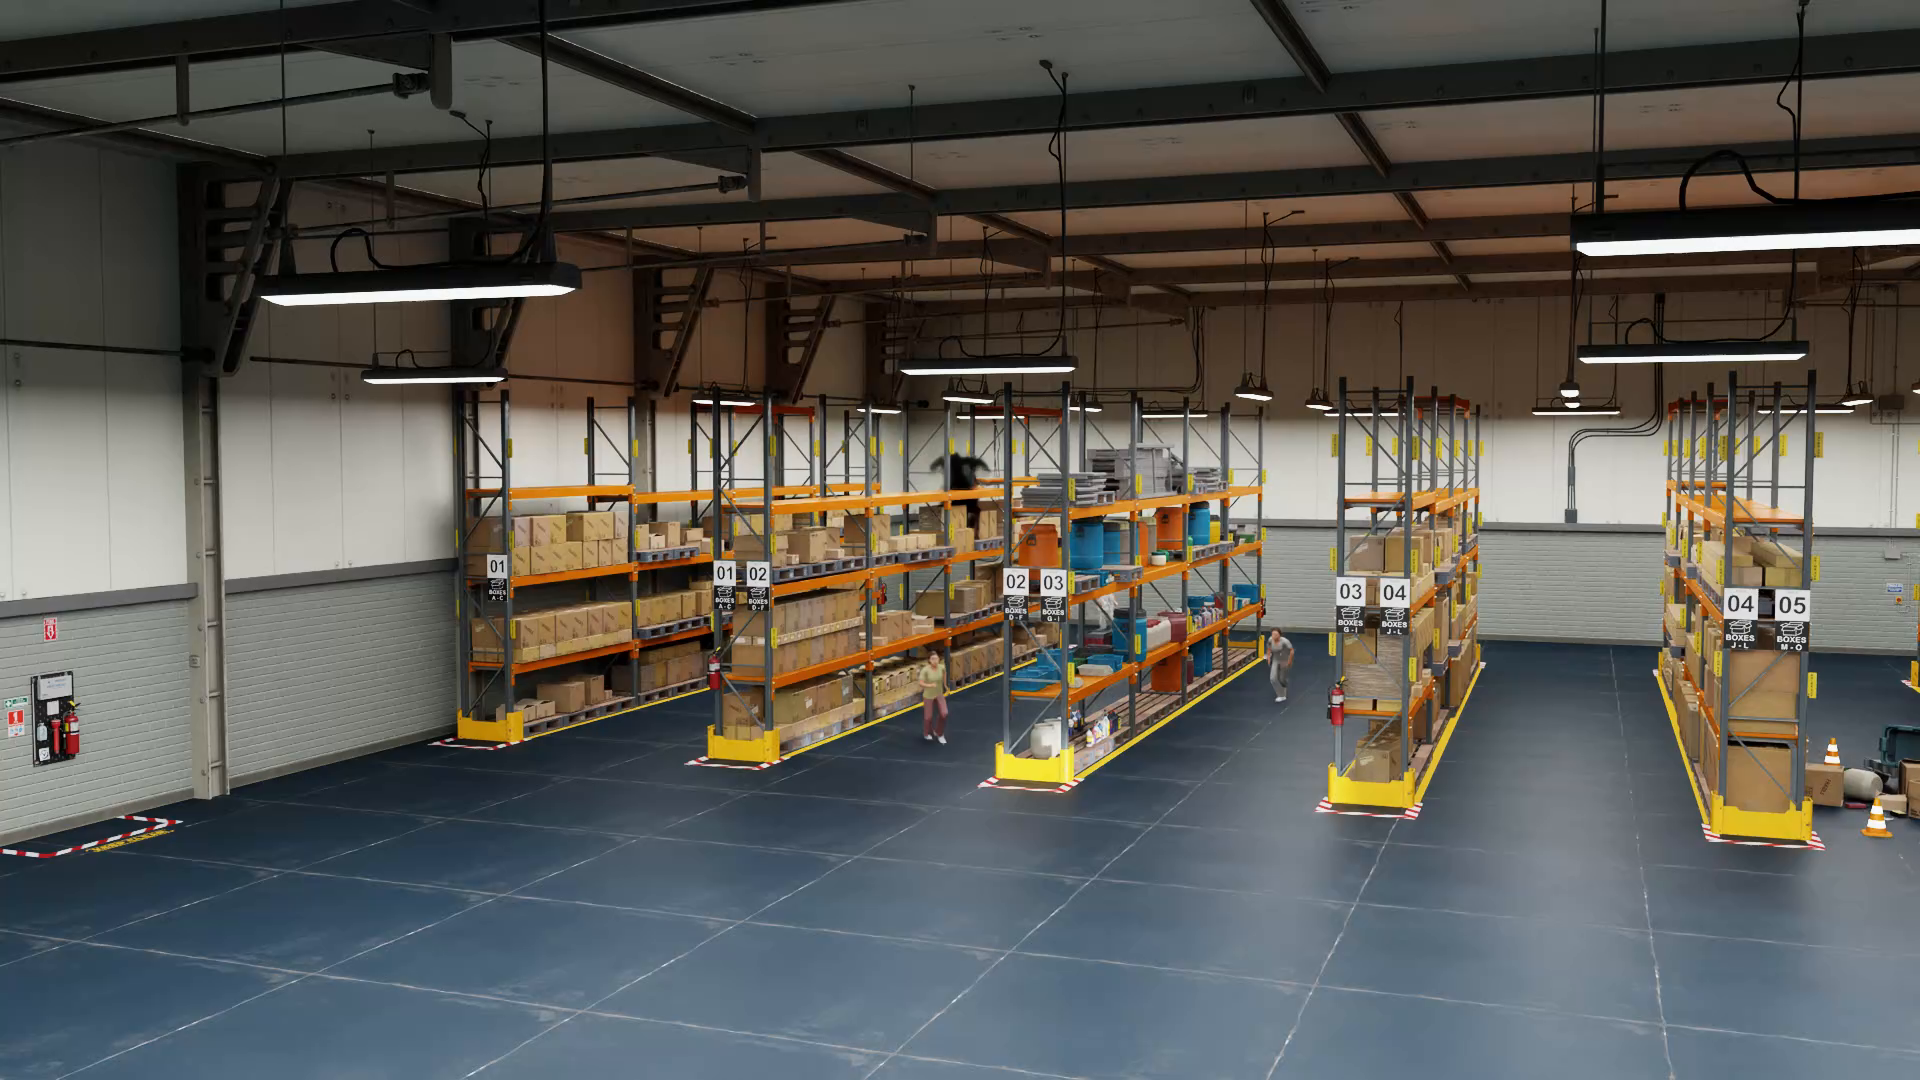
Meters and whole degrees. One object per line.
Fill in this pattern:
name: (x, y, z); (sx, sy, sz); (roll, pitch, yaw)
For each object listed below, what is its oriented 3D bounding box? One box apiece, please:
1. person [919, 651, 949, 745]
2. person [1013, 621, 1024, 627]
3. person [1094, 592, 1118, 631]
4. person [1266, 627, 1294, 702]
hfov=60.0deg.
person: (-0.442, 2.655, 28.082); (0.577, 1.593, 0.908); (-1, 3, -14)
person: (1.522, 1.796, 43.126); (0.858, 1.634, 0.564); (2, 4, 26)
person: (3.669, 1.816, 41.577); (0.673, 1.793, 0.972); (-1, 3, -20)
person: (6.387, 2.443, 32.975); (0.565, 1.502, 0.929); (2, 4, 28)
